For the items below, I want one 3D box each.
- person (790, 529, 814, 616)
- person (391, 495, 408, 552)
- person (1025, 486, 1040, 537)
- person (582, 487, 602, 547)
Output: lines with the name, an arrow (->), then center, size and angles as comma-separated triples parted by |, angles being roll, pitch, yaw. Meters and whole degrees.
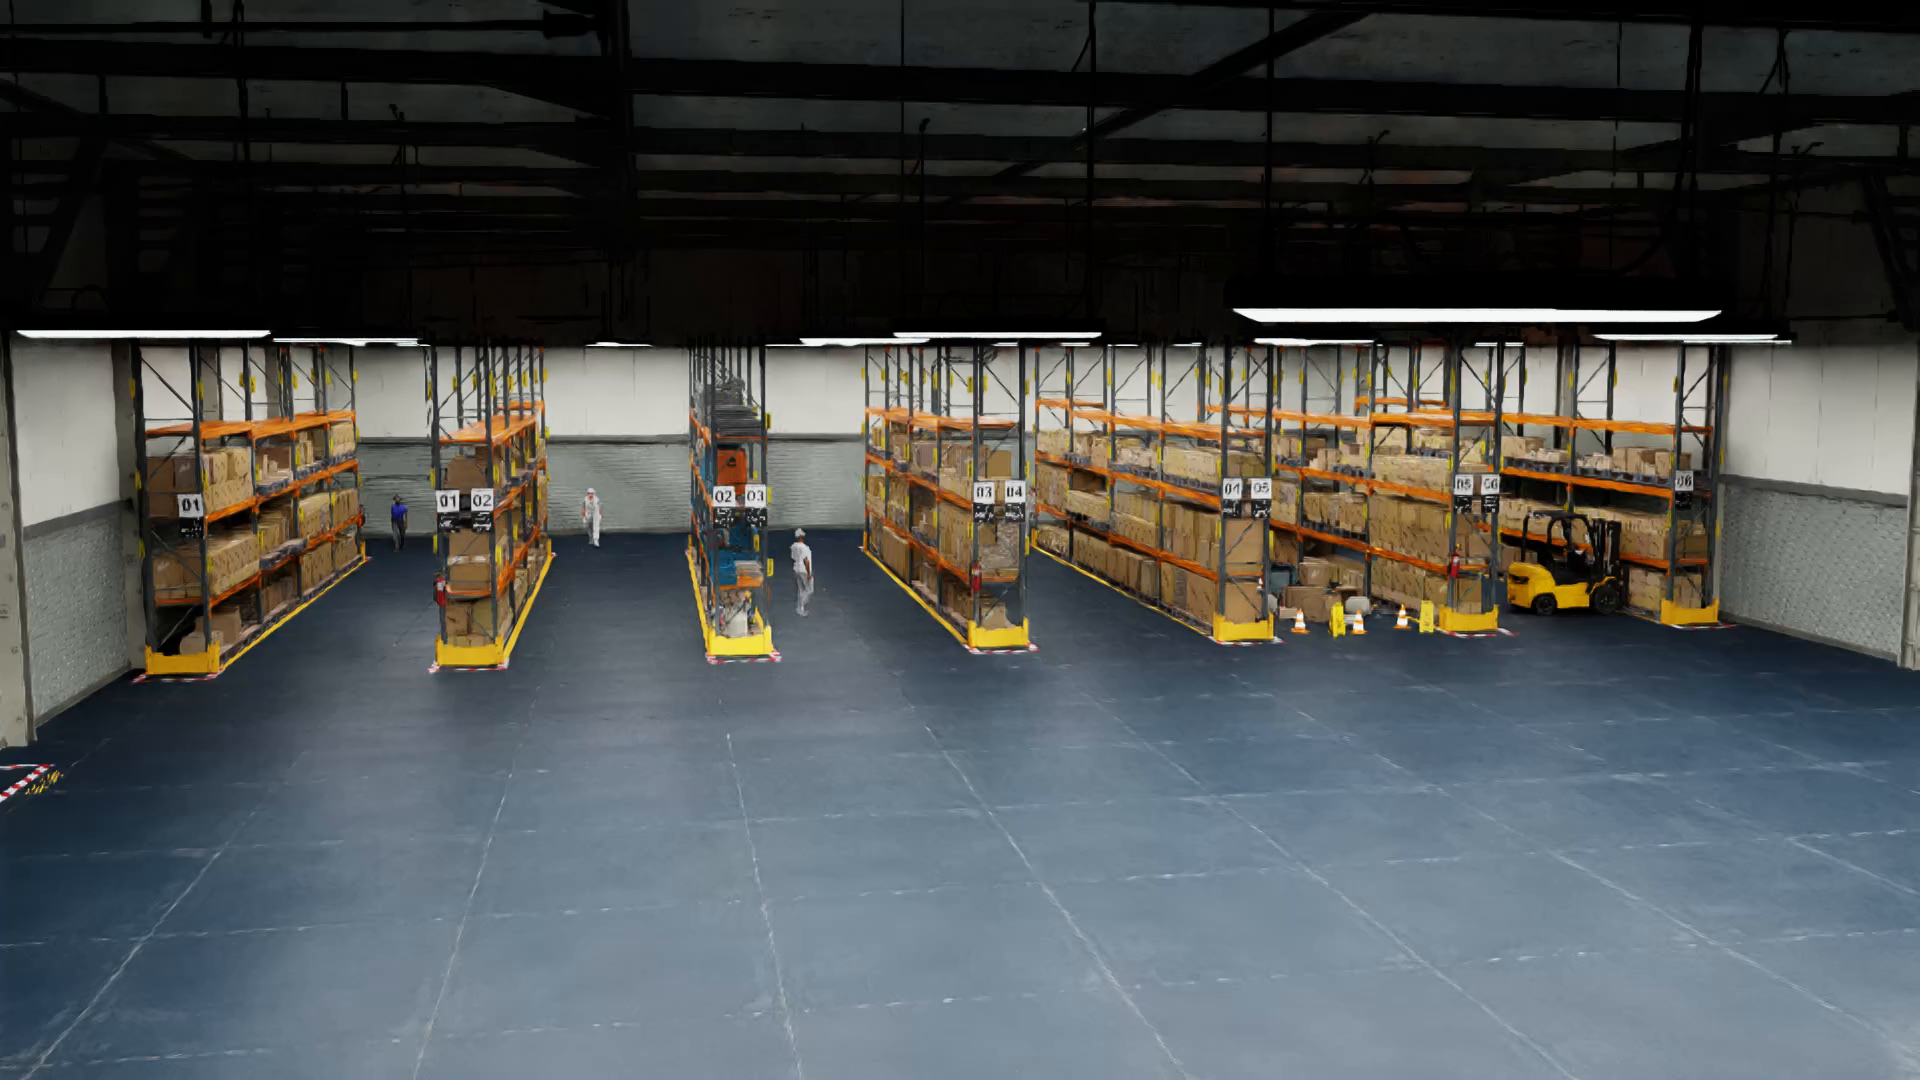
person -> -3.250, 0.652, 34.178 | 0.430, 1.763, 0.607 | -5, 8, -37
person -> -15.922, -0.480, 47.244 | 0.463, 1.582, 0.989 | -1, 7, -12
person -> 2.221, -0.876, 50.975 | 0.458, 1.531, 0.885 | 2, 7, 14
person -> -10.713, -0.681, 48.382 | 0.553, 1.709, 1.123 | -1, 7, -9
